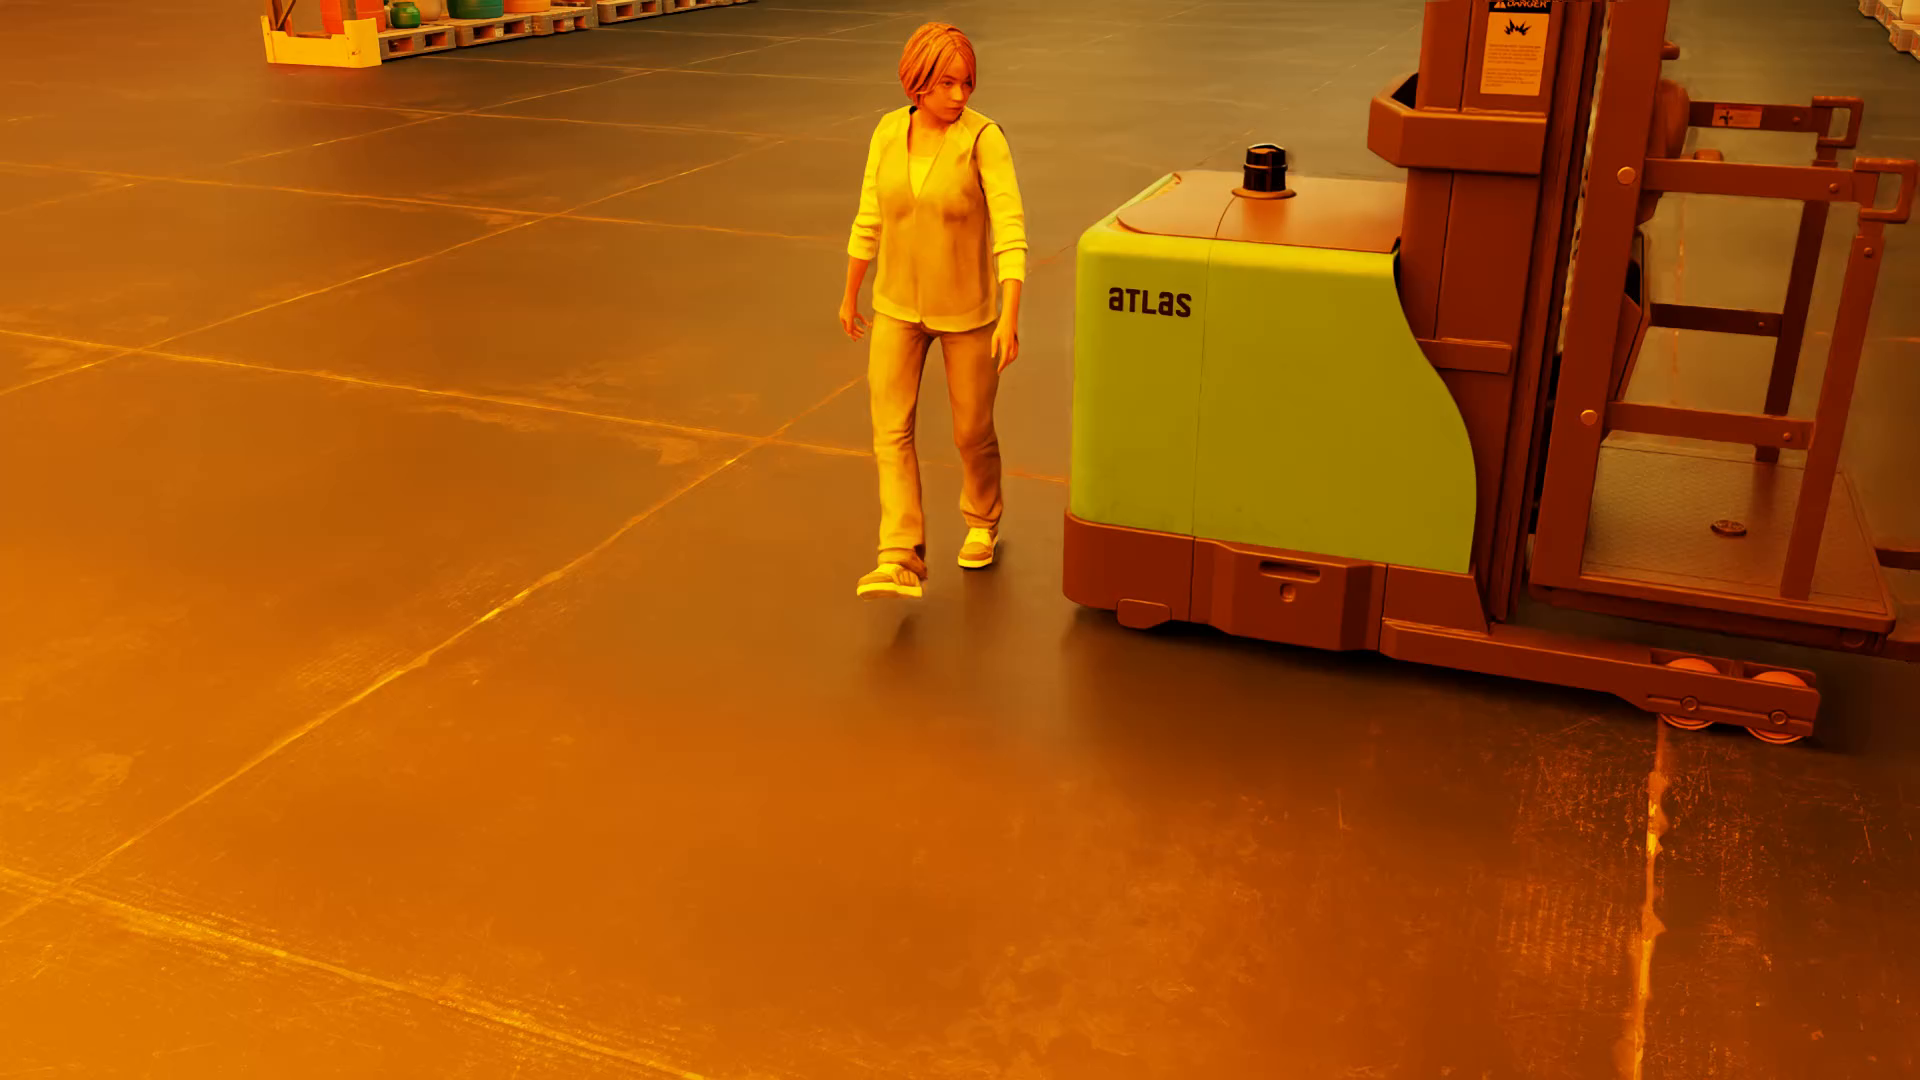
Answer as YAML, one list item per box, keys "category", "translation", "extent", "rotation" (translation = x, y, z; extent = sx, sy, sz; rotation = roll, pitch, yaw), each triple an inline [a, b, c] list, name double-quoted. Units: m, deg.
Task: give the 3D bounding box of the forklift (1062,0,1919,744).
- category: "forklift"
  translation: [1.853, -1.102, 3.929]
  extent: [3.031, 2.935, 1.130]
  rotation: [8, 24, 19]

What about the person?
- category: "person"
  translation: [-0.100, -0.576, 4.474]
  extent: [0.596, 1.550, 0.838]
  rotation: [6, 23, 14]
